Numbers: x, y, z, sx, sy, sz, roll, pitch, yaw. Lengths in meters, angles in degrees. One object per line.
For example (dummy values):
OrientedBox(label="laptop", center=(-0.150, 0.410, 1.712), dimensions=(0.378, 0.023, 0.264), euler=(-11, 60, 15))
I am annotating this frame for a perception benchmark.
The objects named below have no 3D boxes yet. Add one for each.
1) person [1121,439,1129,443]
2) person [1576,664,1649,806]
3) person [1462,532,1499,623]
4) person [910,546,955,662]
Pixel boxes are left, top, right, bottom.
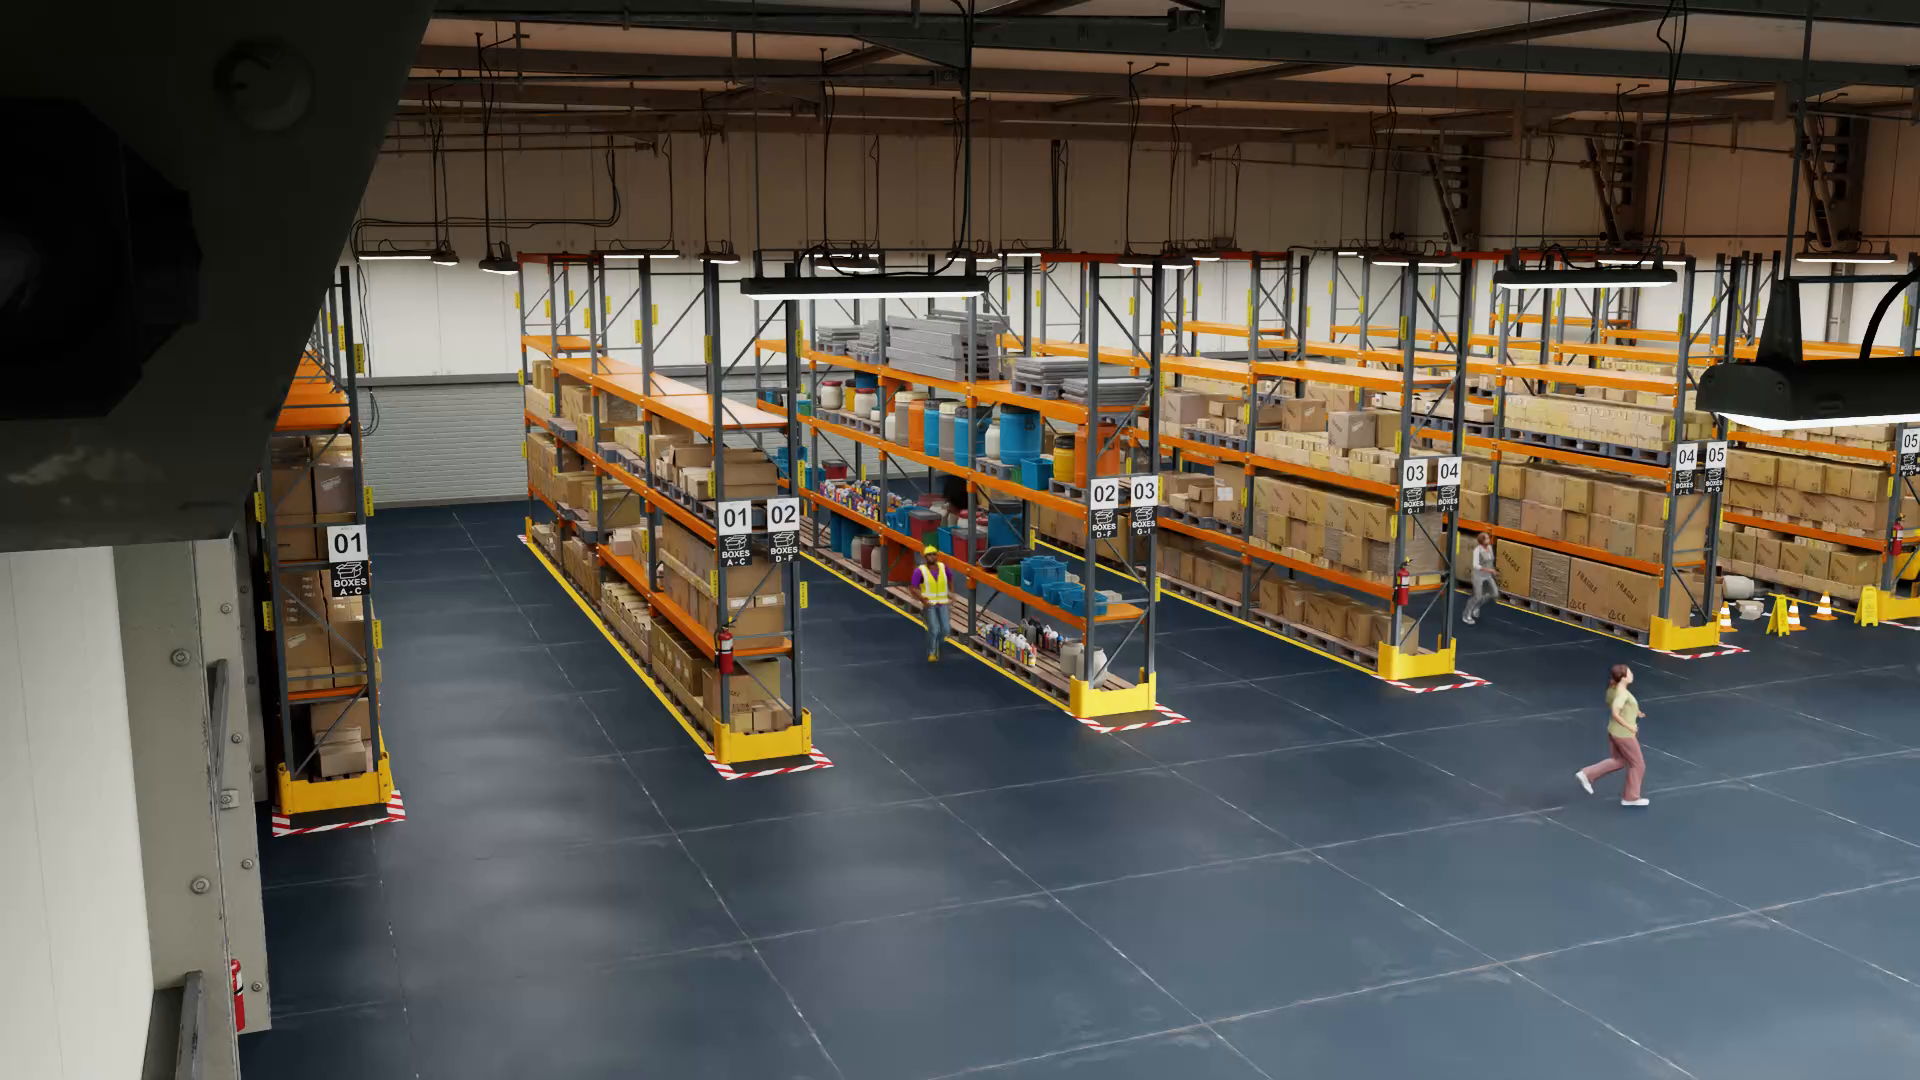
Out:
OrientedBox(label="person", center=(3.859, -1.574, 39.056), dimensions=(0.703, 1.633, 0.586), euler=(-1, 10, -3))
OrientedBox(label="person", center=(7.353, 2.177, 18.590), dimensions=(0.802, 1.635, 0.589), euler=(1, 10, 3))
OrientedBox(label="person", center=(8.591, 0.627, 27.274), dimensions=(0.565, 1.554, 0.689), euler=(-6, 12, -30))
OrientedBox(label="person", center=(-0.362, 0.948, 24.377), dimensions=(0.708, 1.728, 0.524), euler=(-4, 11, -20))
